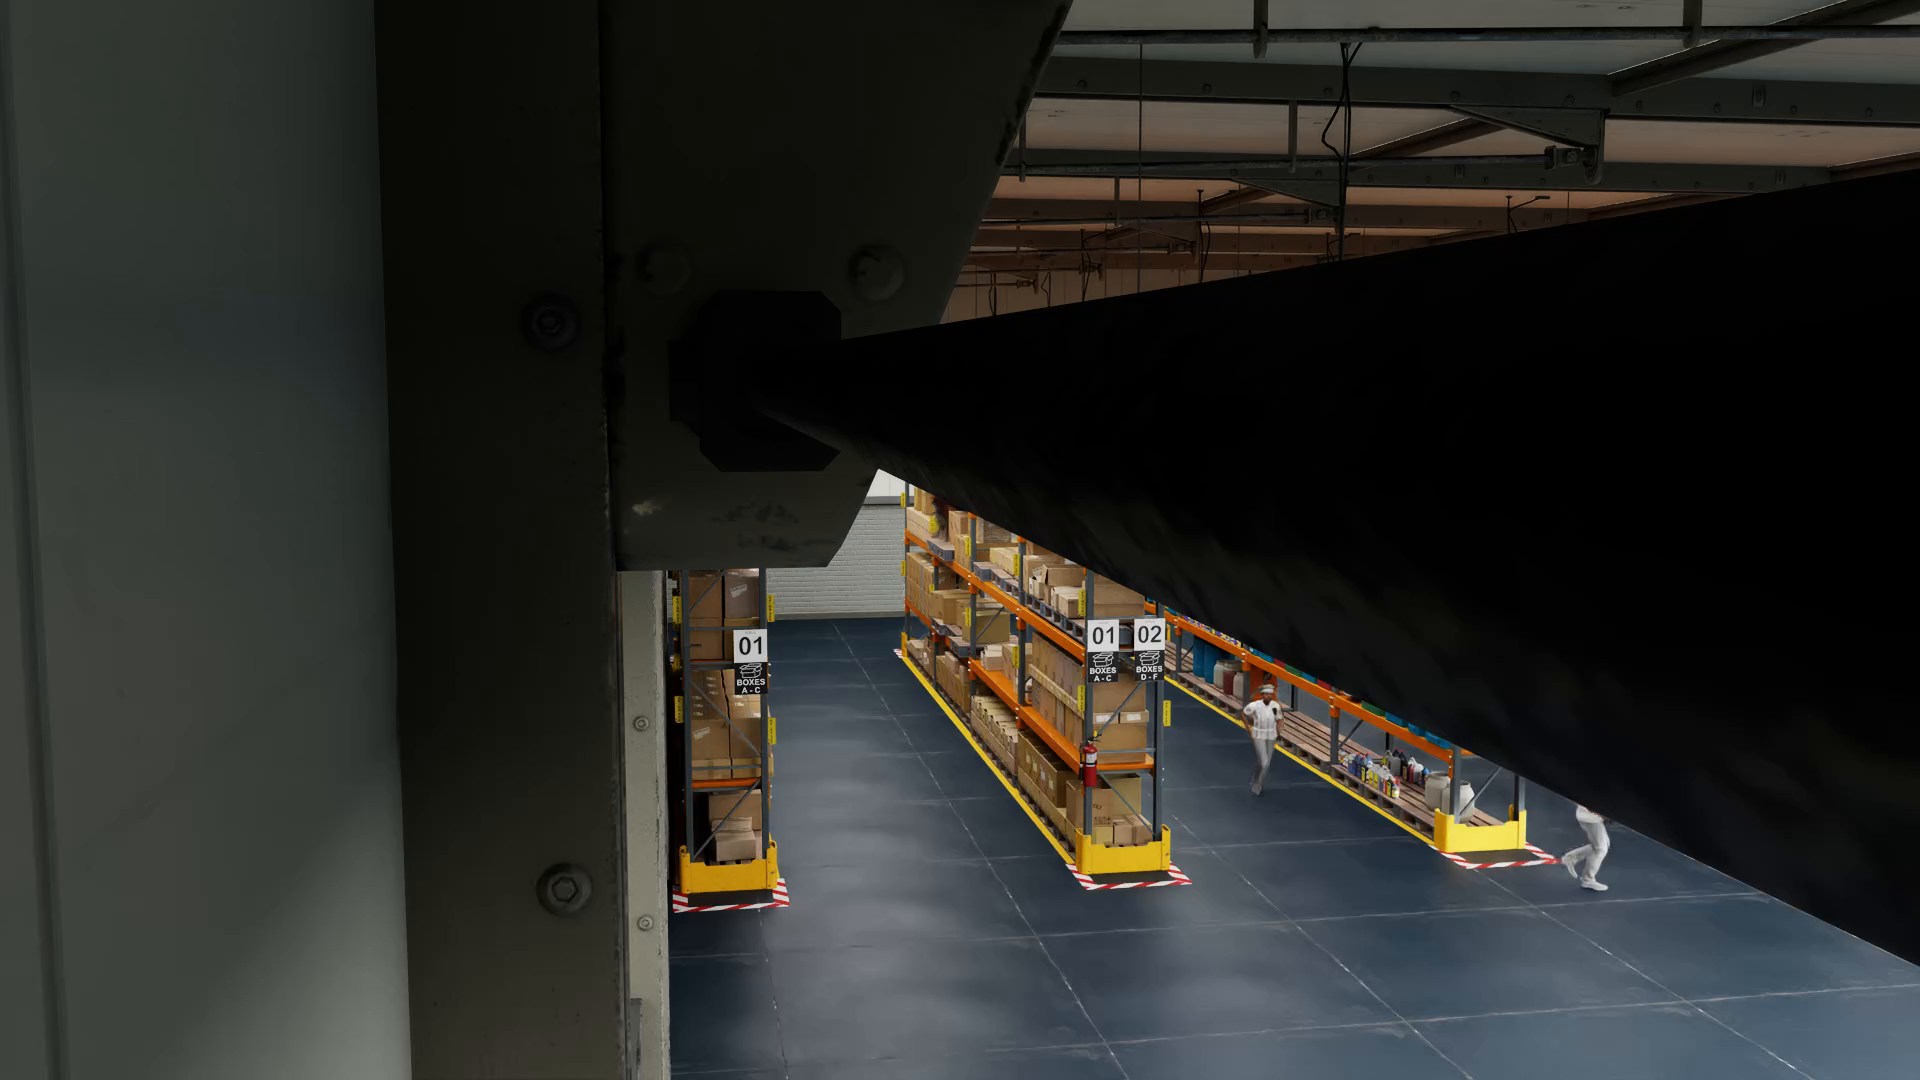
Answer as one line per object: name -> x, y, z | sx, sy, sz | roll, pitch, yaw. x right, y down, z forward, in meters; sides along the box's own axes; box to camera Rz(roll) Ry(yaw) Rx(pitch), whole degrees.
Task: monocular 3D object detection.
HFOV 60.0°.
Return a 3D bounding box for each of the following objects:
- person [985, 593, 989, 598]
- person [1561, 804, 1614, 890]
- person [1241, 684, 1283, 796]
person -> 0.423, 1.662, 37.288 | 0.687, 1.619, 0.685 | 5, 8, 40
person -> 7.632, 3.379, 20.210 | 0.580, 1.729, 0.722 | 2, 6, 19
person -> 4.500, 2.947, 24.620 | 0.565, 1.682, 0.711 | -1, 6, -14
